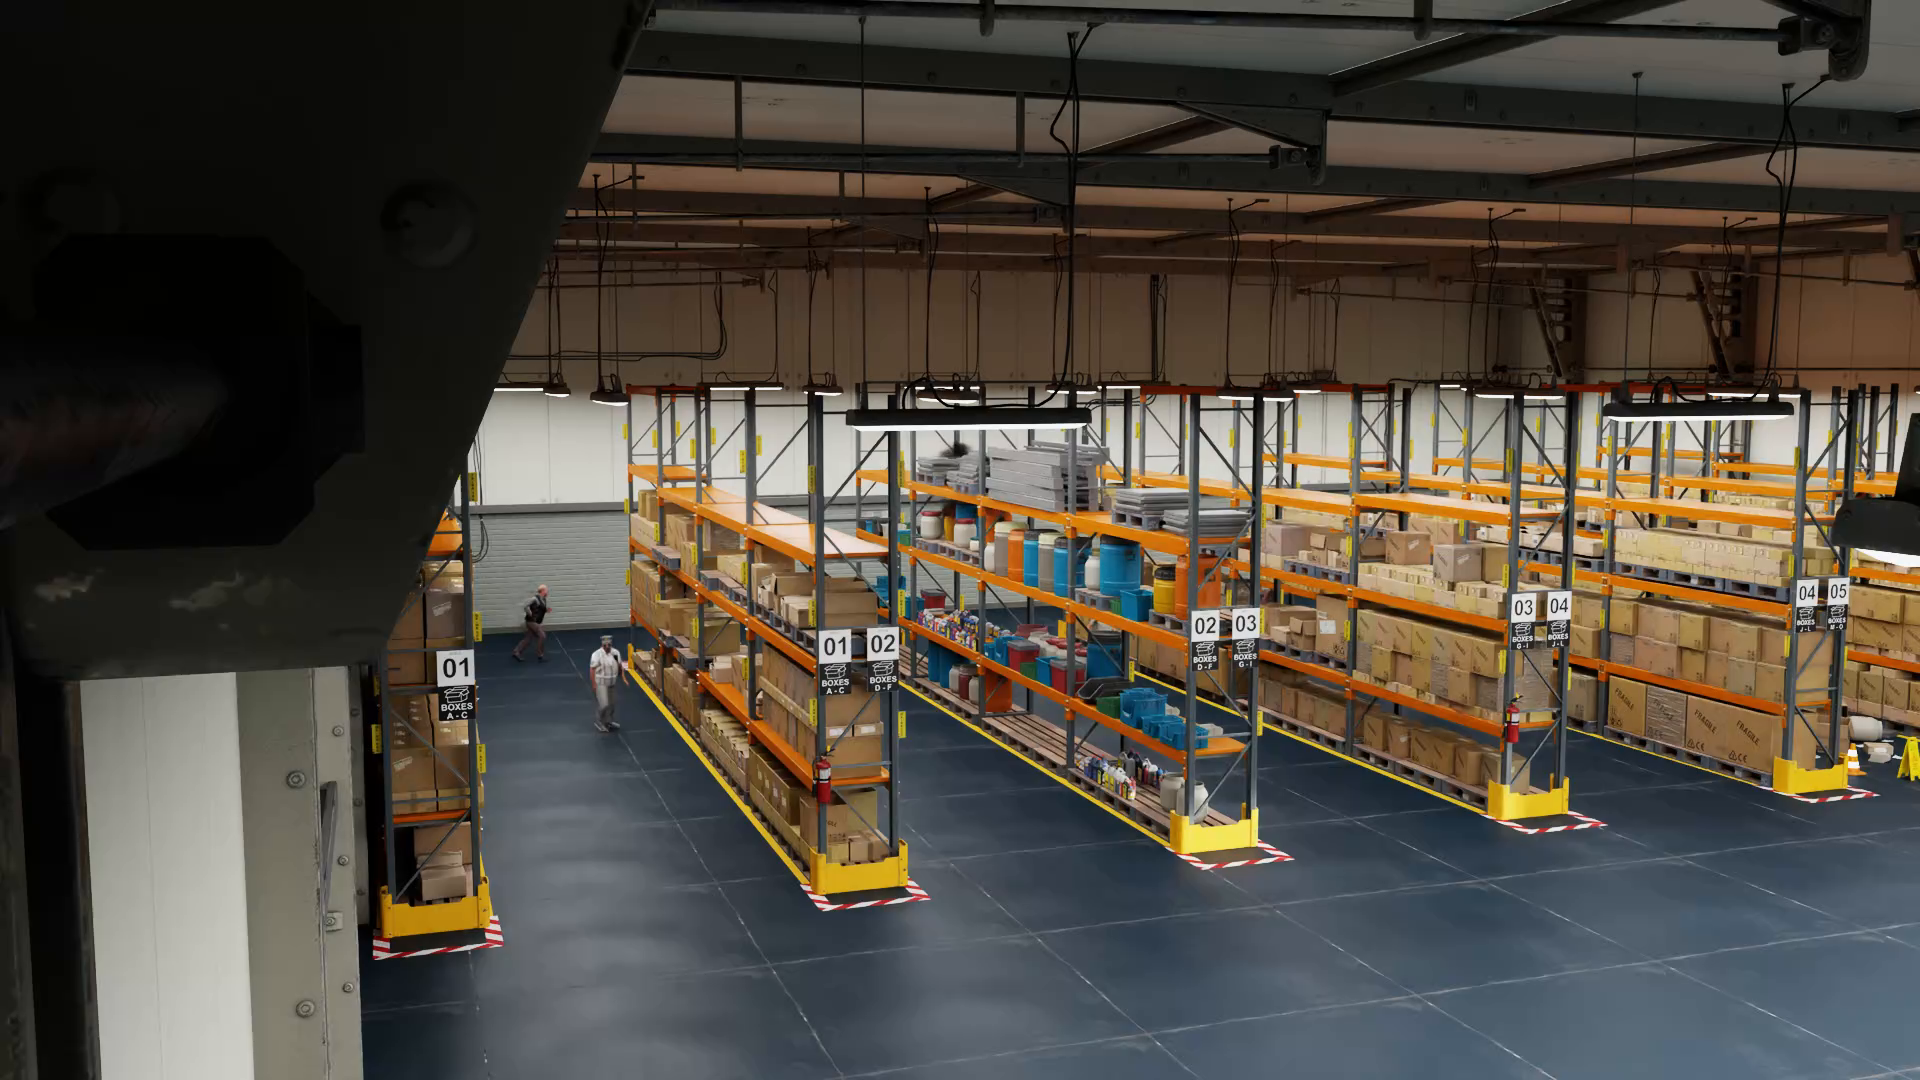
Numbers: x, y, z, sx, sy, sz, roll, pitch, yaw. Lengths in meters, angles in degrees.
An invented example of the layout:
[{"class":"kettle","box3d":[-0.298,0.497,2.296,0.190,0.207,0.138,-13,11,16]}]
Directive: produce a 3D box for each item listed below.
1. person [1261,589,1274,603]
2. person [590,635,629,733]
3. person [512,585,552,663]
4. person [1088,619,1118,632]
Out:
[{"class":"person","box3d":[7.822,1.278,41.196,0.643,1.655,0.625,-1,6,-13]},{"class":"person","box3d":[-6.156,2.502,29.022,0.655,1.736,0.629,5,7,38]},{"class":"person","box3d":[-9.240,1.806,35.945,0.863,1.674,0.651,0,6,0]},{"class":"person","box3d":[2.907,2.062,33.323,0.535,1.632,0.622,-2,6,-21]}]
